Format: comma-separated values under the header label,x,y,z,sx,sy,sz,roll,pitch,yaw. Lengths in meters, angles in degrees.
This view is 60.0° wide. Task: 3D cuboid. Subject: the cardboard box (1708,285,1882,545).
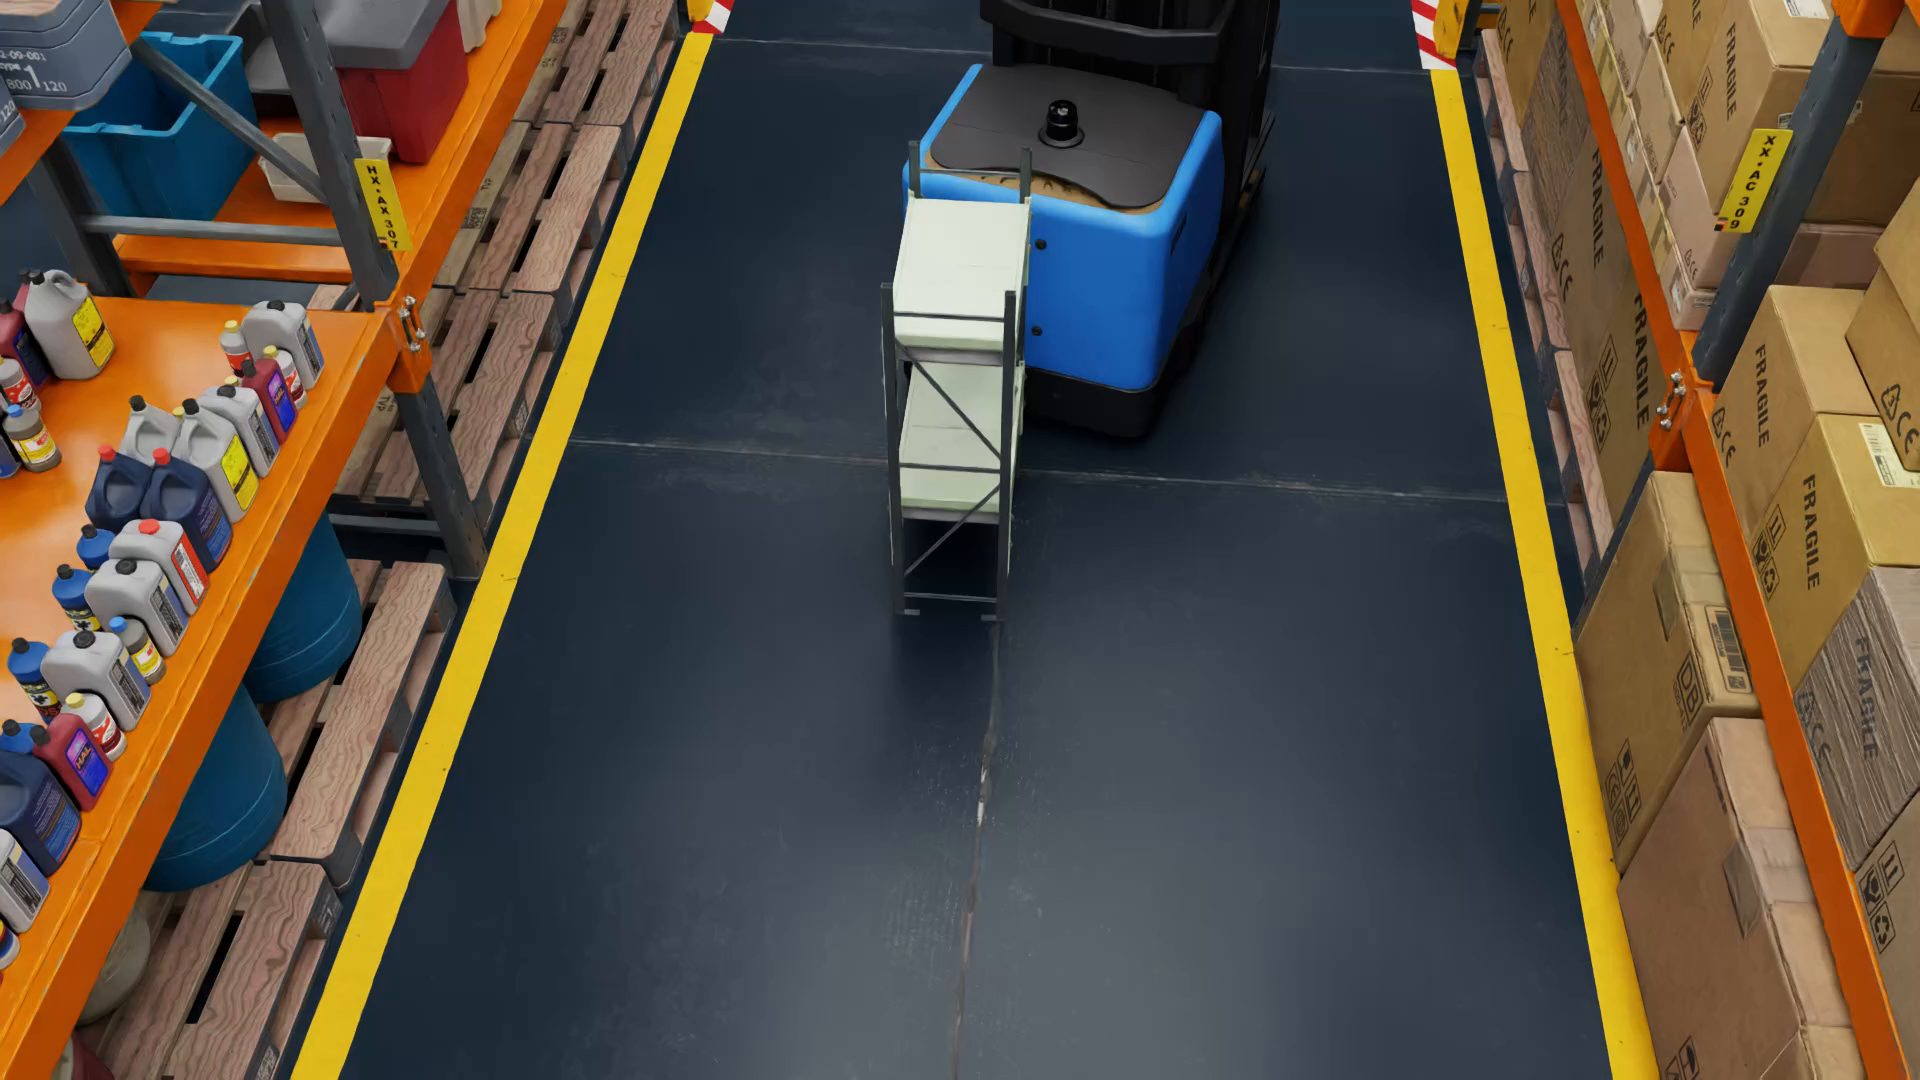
label,x,y,z,sx,sy,sz,roll,pitch,yaw
cardboard box,2.384,-0.317,4.439,0.500,0.500,0.500,4,48,4

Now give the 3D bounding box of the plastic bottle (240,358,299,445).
label,x,y,z,sx,sy,sz,roll,pitch,yaw
plastic bottle,-1.947,-0.413,4.674,0.061,0.283,0.133,4,48,4

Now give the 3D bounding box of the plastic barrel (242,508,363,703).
label,x,y,z,sx,sy,sz,roll,pitch,yaw
plastic barrel,-2.324,0.028,5.329,0.600,0.901,0.708,4,48,4

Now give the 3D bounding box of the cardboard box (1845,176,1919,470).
label,x,y,z,sx,sy,sz,roll,pitch,yaw
cardboard box,2.625,-0.506,3.933,0.797,0.503,0.637,3,48,3

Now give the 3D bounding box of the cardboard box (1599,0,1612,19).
label,x,y,z,sx,sy,sz,roll,pitch,yaw
cardboard box,2.595,-2.123,6.059,0.500,0.250,0.500,3,48,3

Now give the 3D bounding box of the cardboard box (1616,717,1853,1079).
label,x,y,z,sx,sy,sz,roll,pitch,yaw
cardboard box,2.556,1.100,4.367,1.225,0.875,0.875,2,48,2

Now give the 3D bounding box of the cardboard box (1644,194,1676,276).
label,x,y,z,sx,sy,sz,roll,pitch,yaw
cardboard box,2.400,-0.955,5.261,0.380,0.149,0.250,5,48,4

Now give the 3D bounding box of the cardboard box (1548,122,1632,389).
label,x,y,z,sx,sy,sz,roll,pitch,yaw
cardboard box,2.897,-1.170,6.442,0.875,0.875,0.875,4,48,4

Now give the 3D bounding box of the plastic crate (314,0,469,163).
label,x,y,z,sx,sy,sz,roll,pitch,yaw
plastic crate,-1.926,-1.618,5.613,0.402,0.464,0.583,4,48,4

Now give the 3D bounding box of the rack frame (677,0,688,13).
label,x,y,z,sx,sy,sz,roll,pitch,yaw
rack frame,-1.893,-3.876,7.763,1.000,3.000,0.127,4,48,4

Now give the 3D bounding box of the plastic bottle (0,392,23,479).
label,x,y,z,sx,sy,sz,roll,pitch,yaw
plastic bottle,-2.712,-0.312,4.587,0.152,0.276,0.135,4,48,4

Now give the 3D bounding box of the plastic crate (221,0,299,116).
label,x,y,z,sx,sy,sz,roll,pitch,yaw
plastic crate,-2.423,-1.705,5.922,0.437,0.125,0.590,4,48,4

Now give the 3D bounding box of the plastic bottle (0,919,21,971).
label,x,y,z,sx,sy,sz,roll,pitch,yaw
plastic bottle,-2.117,0.817,3.557,0.097,0.271,0.097,0,48,0

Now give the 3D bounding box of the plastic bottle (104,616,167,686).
label,x,y,z,sx,sy,sz,roll,pitch,yaw
plastic bottle,-2.046,0.266,4.108,0.097,0.201,0.097,0,48,0

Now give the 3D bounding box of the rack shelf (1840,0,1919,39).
label,x,y,z,sx,sy,sz,roll,pitch,yaw
rack shelf,2.493,0.096,2.584,1.077,0.370,4.000,4,48,4

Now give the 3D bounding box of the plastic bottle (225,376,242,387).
label,x,y,z,sx,sy,sz,roll,pitch,yaw
plastic bottle,-2.027,-0.378,4.697,0.097,0.201,0.097,0,48,0

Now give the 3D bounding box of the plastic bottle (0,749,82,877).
label,x,y,z,sx,sy,sz,roll,pitch,yaw
plastic bottle,-2.115,0.586,3.714,0.144,0.351,0.185,4,48,4

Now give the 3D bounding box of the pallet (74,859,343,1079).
label,x,y,z,sx,sy,sz,roll,pitch,yaw
pallet,-2.478,1.467,4.765,1.003,0.211,1.213,4,48,4

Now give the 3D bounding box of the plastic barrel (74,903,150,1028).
label,x,y,z,sx,sy,sz,roll,pitch,yaw
plastic barrel,-2.529,1.089,4.623,0.421,0.512,0.421,0,48,0

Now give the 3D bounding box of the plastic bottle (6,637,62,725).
label,x,y,z,sx,sy,sz,roll,pitch,yaw
plastic bottle,-2.210,0.331,4.001,0.097,0.271,0.097,0,48,0

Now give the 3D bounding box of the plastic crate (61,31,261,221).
label,x,y,z,sx,sy,sz,roll,pitch,yaw
plastic crate,-2.554,-1.318,5.393,0.392,0.384,0.575,4,48,4

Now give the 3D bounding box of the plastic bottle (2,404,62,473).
label,x,y,z,sx,sy,sz,roll,pitch,yaw
plastic bottle,-2.586,-0.292,4.619,0.097,0.201,0.097,0,48,0

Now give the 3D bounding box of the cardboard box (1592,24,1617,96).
label,x,y,z,sx,sy,sz,roll,pitch,yaw
cardboard box,2.493,-1.710,5.951,0.380,0.149,0.250,3,48,3

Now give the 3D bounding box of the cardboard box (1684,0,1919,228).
label,x,y,z,sx,sy,sz,roll,pitch,yaw
cardboard box,2.451,-1.263,4.764,0.500,0.500,0.500,5,48,5

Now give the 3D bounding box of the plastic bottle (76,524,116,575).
label,x,y,z,sx,sy,sz,roll,pitch,yaw
plastic bottle,-2.176,0.062,4.248,0.097,0.271,0.097,0,48,0

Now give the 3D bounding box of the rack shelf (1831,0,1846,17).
label,x,y,z,sx,sy,sz,roll,pitch,yaw
rack shelf,2.857,-2.843,5.272,1.077,0.370,4.000,4,48,4

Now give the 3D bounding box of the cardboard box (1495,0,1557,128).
label,x,y,z,sx,sy,sz,roll,pitch,yaw
cardboard box,3.061,-2.492,7.652,0.875,0.875,0.875,4,48,4

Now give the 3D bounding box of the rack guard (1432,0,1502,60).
label,x,y,z,sx,sy,sz,roll,pitch,yaw
rack guard,3.042,-2.717,8.397,1.175,0.500,0.348,4,48,4

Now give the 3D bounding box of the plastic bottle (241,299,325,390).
label,x,y,z,sx,sy,sz,roll,pitch,yaw
plastic bottle,-1.971,-0.584,4.835,0.152,0.276,0.135,4,48,4

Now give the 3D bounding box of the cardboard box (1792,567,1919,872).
label,x,y,z,sx,sy,sz,roll,pitch,yaw
cardboard box,2.293,0.421,3.765,0.500,0.500,0.500,3,48,3

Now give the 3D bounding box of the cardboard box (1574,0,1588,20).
label,x,y,z,sx,sy,sz,roll,pitch,yaw
cardboard box,2.540,-2.090,6.299,0.380,0.149,0.250,3,48,3

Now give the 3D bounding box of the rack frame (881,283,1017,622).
label,x,y,z,sx,sy,sz,roll,pitch,yaw
rack frame,-0.034,-0.232,5.446,0.400,1.500,0.023,4,48,4

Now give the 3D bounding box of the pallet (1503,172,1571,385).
label,x,y,z,sx,sy,sz,roll,pitch,yaw
pallet,2.931,-1.115,7.127,1.003,0.211,1.213,4,48,4

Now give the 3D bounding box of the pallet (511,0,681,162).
label,x,y,z,sx,sy,sz,roll,pitch,yaw
pallet,-2.006,-2.332,8.240,1.003,0.211,1.213,4,48,4

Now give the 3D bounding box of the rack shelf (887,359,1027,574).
label,x,y,z,sx,sy,sz,roll,pitch,yaw
rack shelf,-0.001,-0.281,5.933,0.431,0.370,0.720,4,48,4

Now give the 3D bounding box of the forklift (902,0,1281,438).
label,x,y,z,sx,sy,sz,roll,pitch,yaw
forklift,0.761,-2.501,6.551,1.130,2.935,3.031,15,49,14

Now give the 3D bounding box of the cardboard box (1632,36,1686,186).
label,x,y,z,sx,sy,sz,roll,pitch,yaw
cardboard box,2.499,-1.376,5.376,0.500,0.250,0.500,5,48,5

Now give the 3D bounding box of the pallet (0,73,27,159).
label,x,y,z,sx,sy,sz,roll,pitch,yaw
pallet,-2.332,-0.470,2.742,1.003,0.211,1.213,4,48,4

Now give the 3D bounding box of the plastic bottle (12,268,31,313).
label,x,y,z,sx,sy,sz,roll,pitch,yaw
plastic bottle,-2.715,-0.657,4.897,0.061,0.283,0.133,4,48,4

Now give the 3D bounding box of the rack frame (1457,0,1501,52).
label,x,y,z,sx,sy,sz,roll,pitch,yaw
rack frame,3.040,-3.543,7.458,1.000,3.000,0.127,4,48,4

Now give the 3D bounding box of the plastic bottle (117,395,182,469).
label,x,y,z,sx,sy,sz,roll,pitch,yaw
plastic bottle,-2.159,-0.233,4.463,0.144,0.351,0.185,4,48,4

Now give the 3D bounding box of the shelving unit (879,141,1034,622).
label,x,y,z,sx,sy,sz,roll,pitch,yaw
shelving unit,-0.001,-0.501,5.692,0.431,1.500,0.755,4,48,4

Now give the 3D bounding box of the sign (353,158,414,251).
label,x,y,z,sx,sy,sz,roll,pitch,yaw
sign,-1.710,-0.992,4.937,0.100,0.325,0.005,4,48,4

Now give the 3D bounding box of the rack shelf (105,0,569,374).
label,x,y,z,sx,sy,sz,roll,pitch,yaw
rack shelf,-2.075,-2.164,6.684,1.077,0.370,4.000,4,48,4

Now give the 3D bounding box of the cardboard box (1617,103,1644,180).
label,x,y,z,sx,sy,sz,roll,pitch,yaw
cardboard box,2.447,-1.332,5.606,0.380,0.149,0.250,5,48,4

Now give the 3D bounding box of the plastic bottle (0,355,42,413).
label,x,y,z,sx,sy,sz,roll,pitch,yaw
plastic bottle,-2.720,-0.445,4.759,0.097,0.201,0.097,0,48,0

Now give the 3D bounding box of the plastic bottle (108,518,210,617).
label,x,y,z,sx,sy,sz,roll,pitch,yaw
plastic bottle,-2.050,0.055,4.251,0.152,0.276,0.135,4,48,4

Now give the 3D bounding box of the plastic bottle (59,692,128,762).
label,x,y,z,sx,sy,sz,roll,pitch,yaw
plastic bottle,-2.067,0.437,3.952,0.097,0.201,0.097,0,48,0

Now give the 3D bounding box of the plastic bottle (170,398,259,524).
label,x,y,z,sx,sy,sz,roll,pitch,yaw
plastic bottle,-2.015,-0.223,4.455,0.144,0.351,0.185,4,48,4

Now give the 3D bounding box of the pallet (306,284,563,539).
label,x,y,z,sx,sy,sz,roll,pitch,yaw
pallet,-2.229,-0.539,6.600,1.003,0.211,1.213,4,48,4
